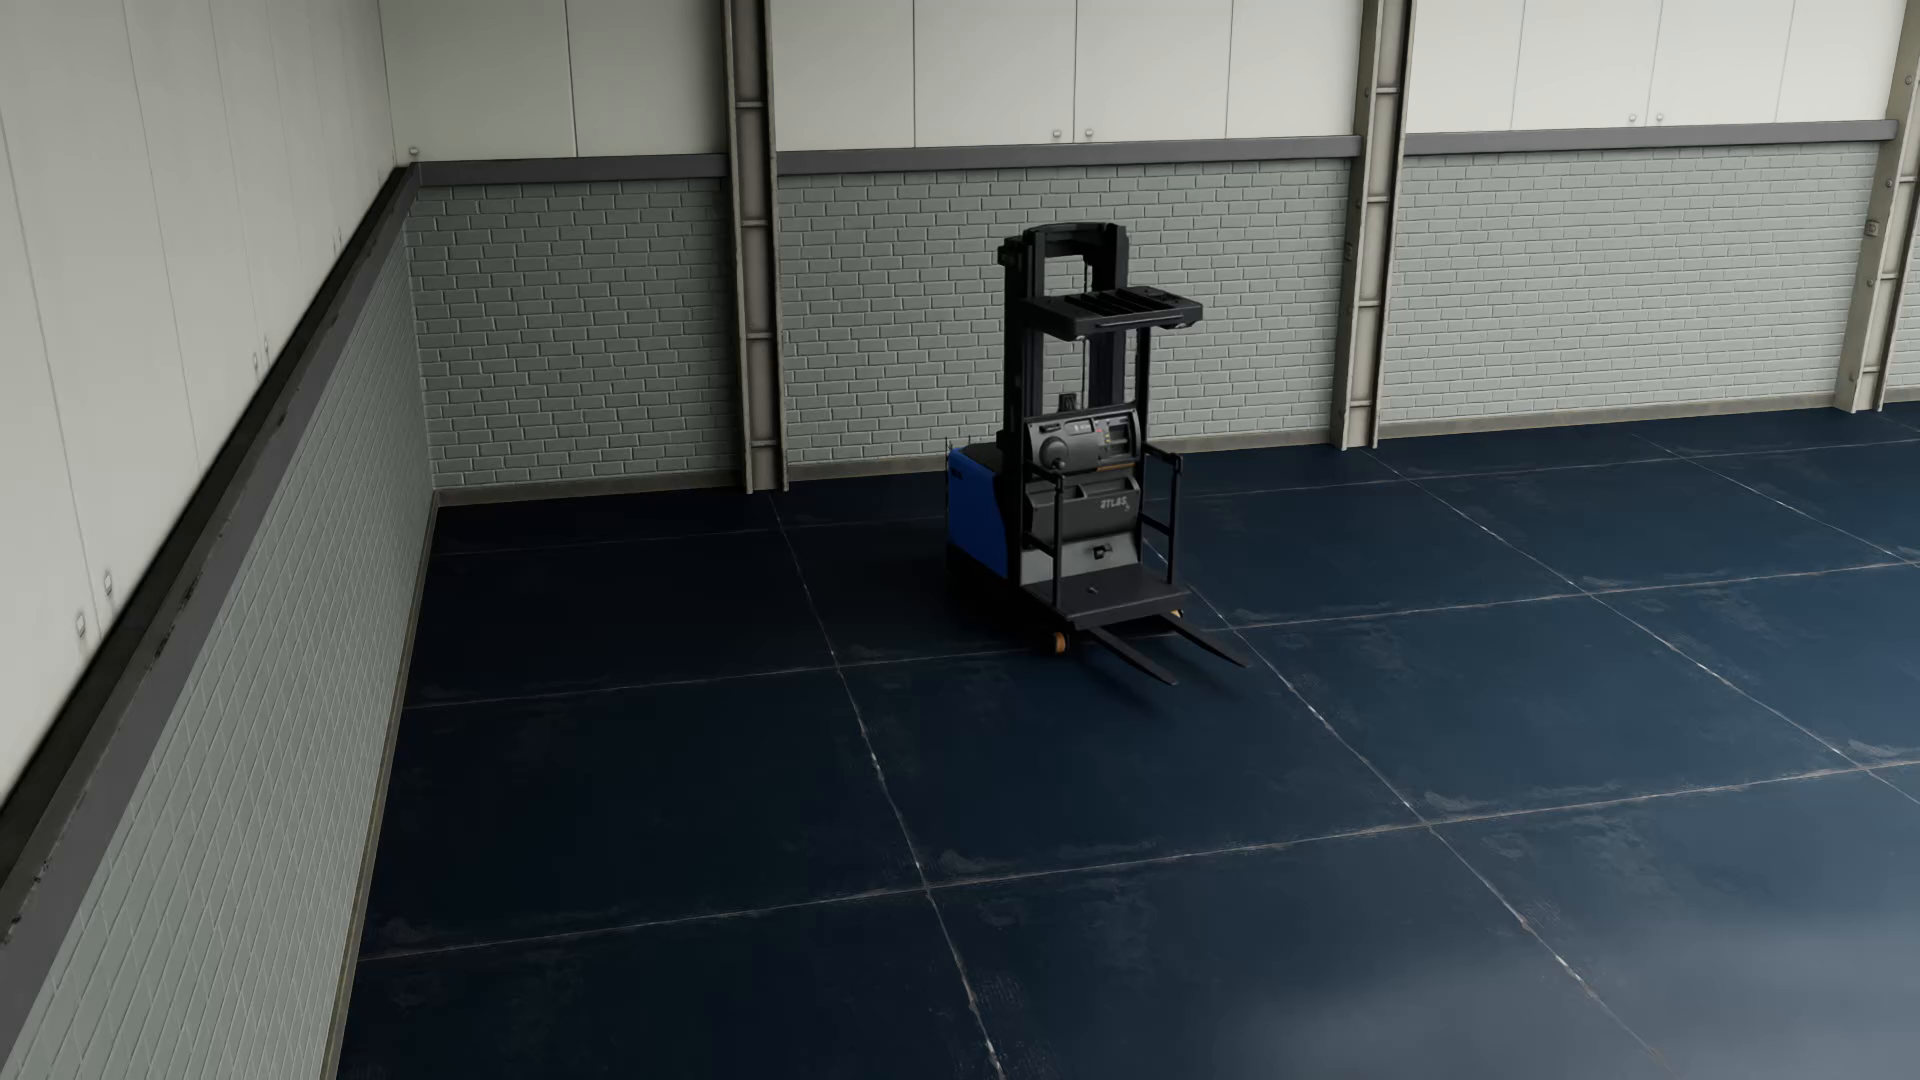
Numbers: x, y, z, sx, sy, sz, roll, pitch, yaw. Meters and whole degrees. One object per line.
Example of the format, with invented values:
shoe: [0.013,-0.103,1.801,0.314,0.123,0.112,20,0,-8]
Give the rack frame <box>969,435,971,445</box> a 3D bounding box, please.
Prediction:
rack frame: [0.107,-0.431,14.184,0.006,0.900,0.240,-5,21,-12]

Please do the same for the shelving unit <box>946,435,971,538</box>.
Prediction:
shelving unit: [0.008,-0.423,14.162,0.210,0.900,0.258,-5,21,-12]

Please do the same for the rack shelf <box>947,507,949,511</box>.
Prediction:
rack shelf: [0.008,-0.223,14.235,0.200,0.077,0.258,-5,21,-12]

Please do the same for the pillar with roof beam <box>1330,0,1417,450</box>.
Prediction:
pillar with roof beam: [4.998,-3.756,11.486,0.400,9.000,9.100,-5,21,-12]

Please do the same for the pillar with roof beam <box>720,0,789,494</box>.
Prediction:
pillar with roof beam: [-0.841,-3.281,10.190,0.400,9.000,9.100,-5,21,-12]

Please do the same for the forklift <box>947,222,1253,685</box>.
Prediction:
forklift: [1.013,-0.722,12.024,1.130,2.935,3.031,-10,22,-25]

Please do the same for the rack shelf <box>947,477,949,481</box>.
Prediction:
rack shelf: [0.008,-0.476,14.142,0.200,0.077,0.258,-5,21,-12]

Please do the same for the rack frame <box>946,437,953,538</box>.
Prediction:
rack frame: [-0.091,-0.415,14.140,0.006,0.900,0.240,-5,21,-12]

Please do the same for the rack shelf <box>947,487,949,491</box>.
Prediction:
rack shelf: [0.008,-0.392,14.173,0.200,0.077,0.258,-5,21,-12]

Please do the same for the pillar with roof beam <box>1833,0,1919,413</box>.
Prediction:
pillar with roof beam: [10.837,-4.231,12.783,0.400,9.000,9.100,-5,21,-12]

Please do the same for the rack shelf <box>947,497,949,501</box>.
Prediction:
rack shelf: [0.008,-0.307,14.204,0.200,0.077,0.258,-5,21,-12]

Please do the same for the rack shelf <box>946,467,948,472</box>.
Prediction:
rack shelf: [0.008,-0.561,14.111,0.200,0.077,0.258,-5,21,-12]
